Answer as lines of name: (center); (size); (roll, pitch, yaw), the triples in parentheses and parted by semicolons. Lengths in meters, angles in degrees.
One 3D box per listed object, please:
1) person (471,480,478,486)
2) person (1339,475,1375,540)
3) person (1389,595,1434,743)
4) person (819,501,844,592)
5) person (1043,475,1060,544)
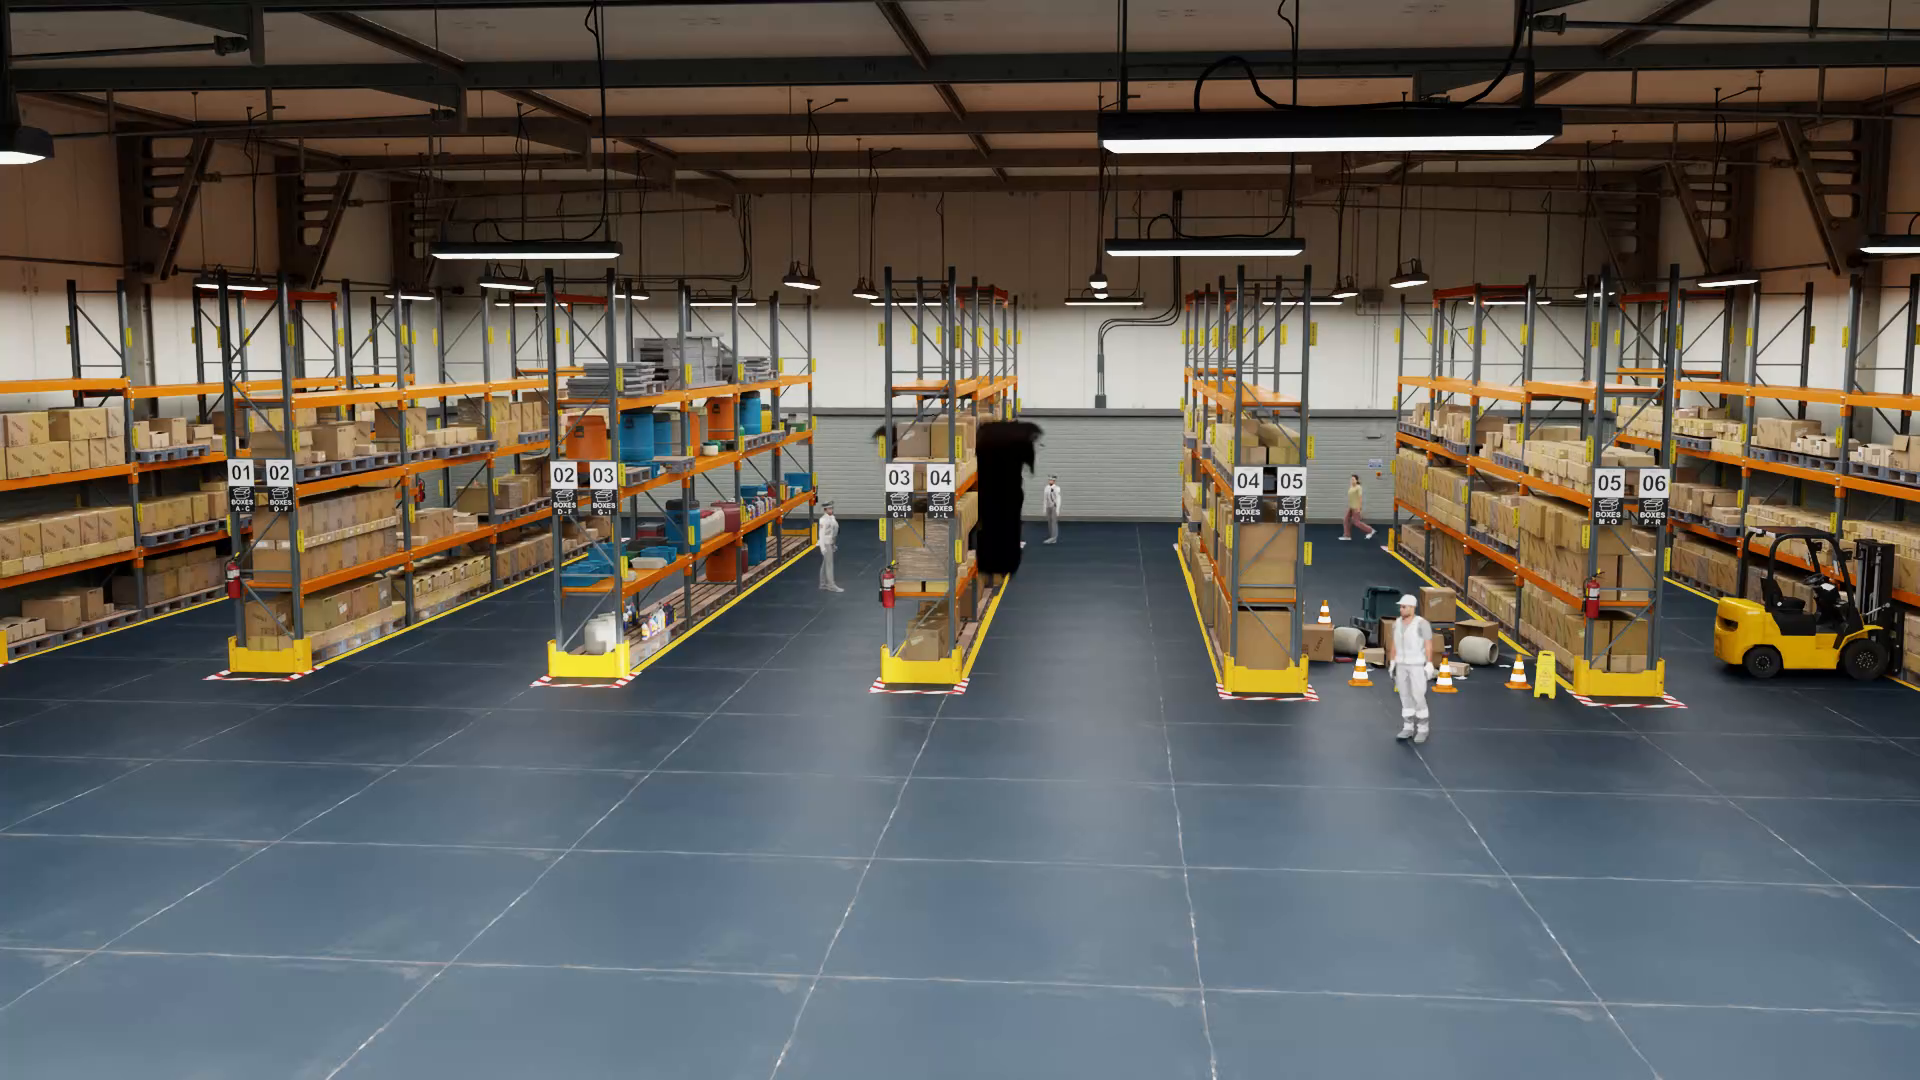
person: (-11.612, -0.613, 39.859); (0.635, 1.679, 0.724); (1, 7, 10)
person: (9.796, -0.801, 41.029); (0.855, 1.632, 0.483); (0, 7, 0)
person: (5.624, 1.598, 20.831); (0.382, 1.822, 0.605); (-6, 9, -41)
person: (-2.381, 0.102, 31.063); (0.528, 1.675, 0.508); (1, 7, 12)
person: (2.224, -0.756, 40.537); (0.400, 1.688, 0.534); (-5, 9, -36)
